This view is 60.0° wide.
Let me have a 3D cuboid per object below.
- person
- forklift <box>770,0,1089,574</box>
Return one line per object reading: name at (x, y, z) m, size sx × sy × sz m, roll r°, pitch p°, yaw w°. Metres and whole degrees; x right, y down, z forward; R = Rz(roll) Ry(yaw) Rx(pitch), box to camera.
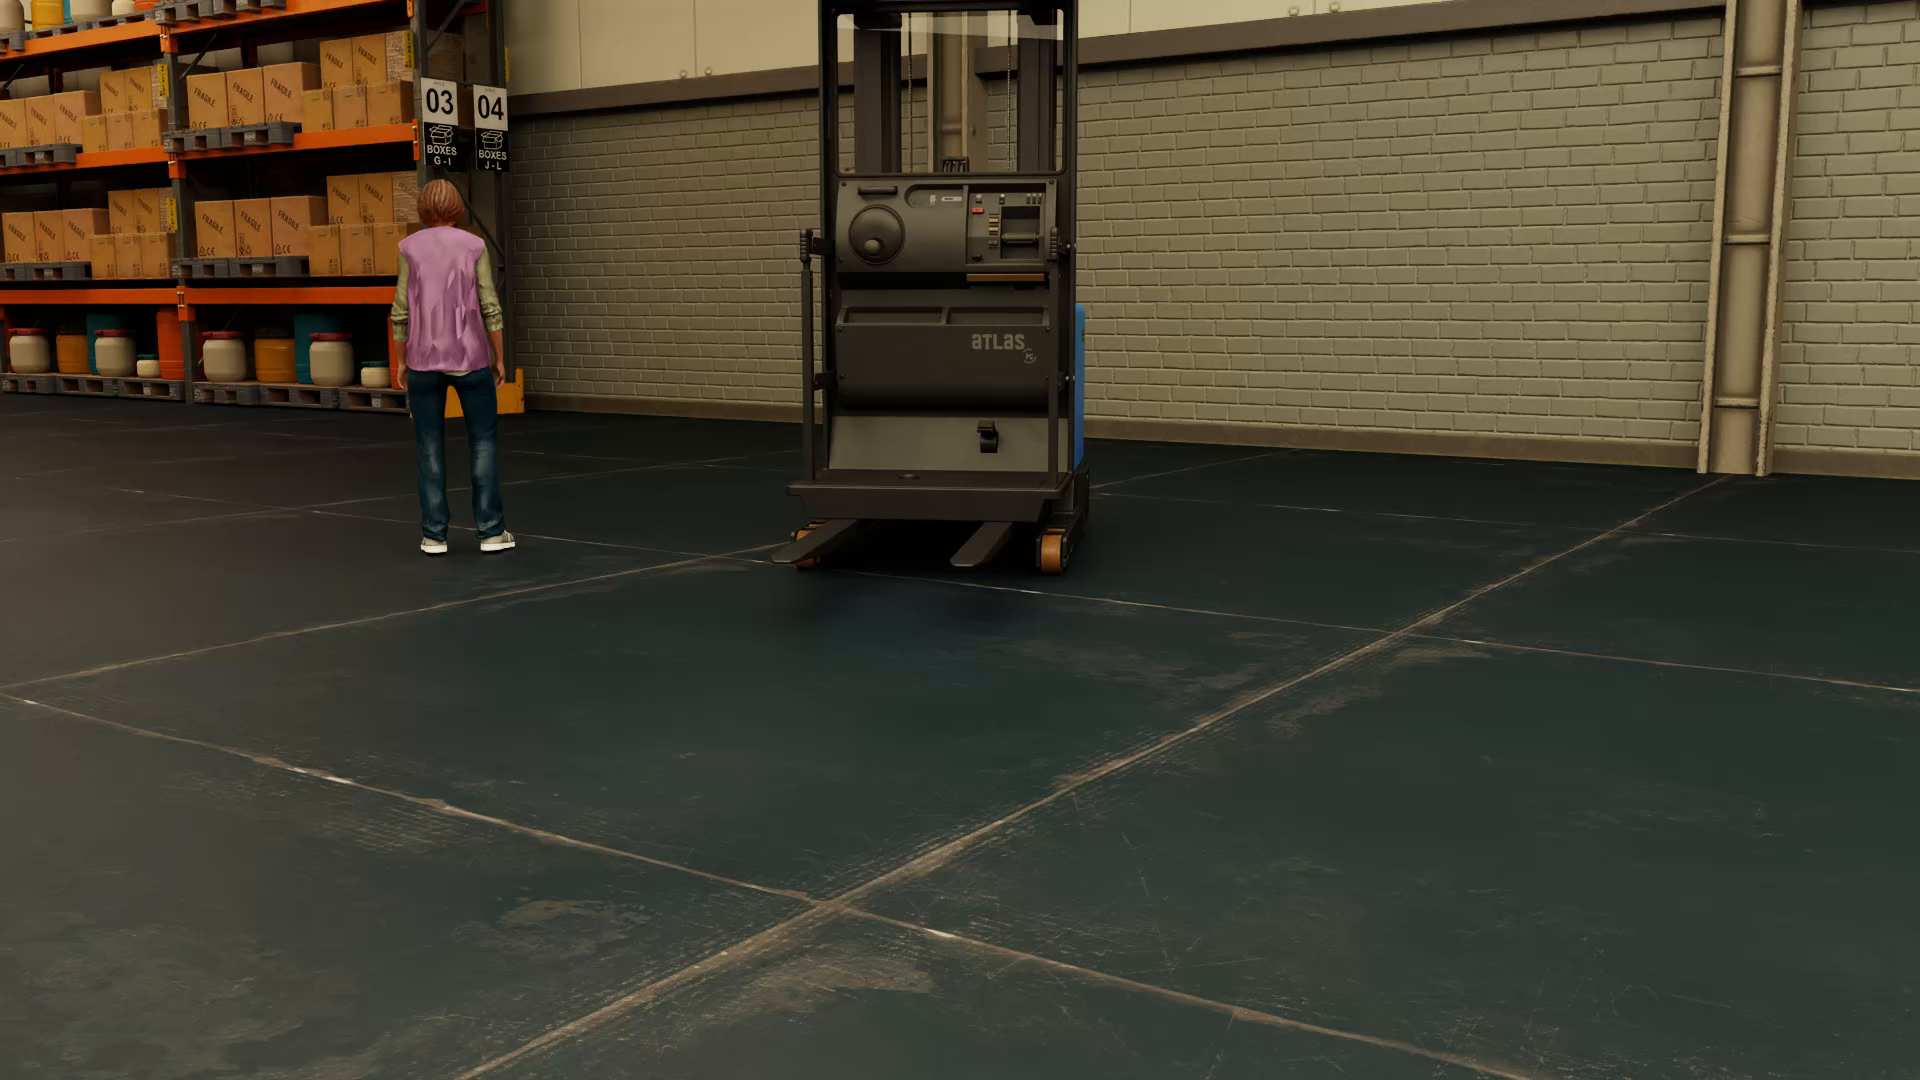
person at (-2.182, -0.735, 7.120) m, size 0.465 × 1.593 × 0.344 m, roll -2°, pitch 8°, yaw -10°
forklift at (-0.085, -1.364, 6.783) m, size 1.130 × 2.935 × 3.031 m, roll 1°, pitch 8°, yaw 8°
